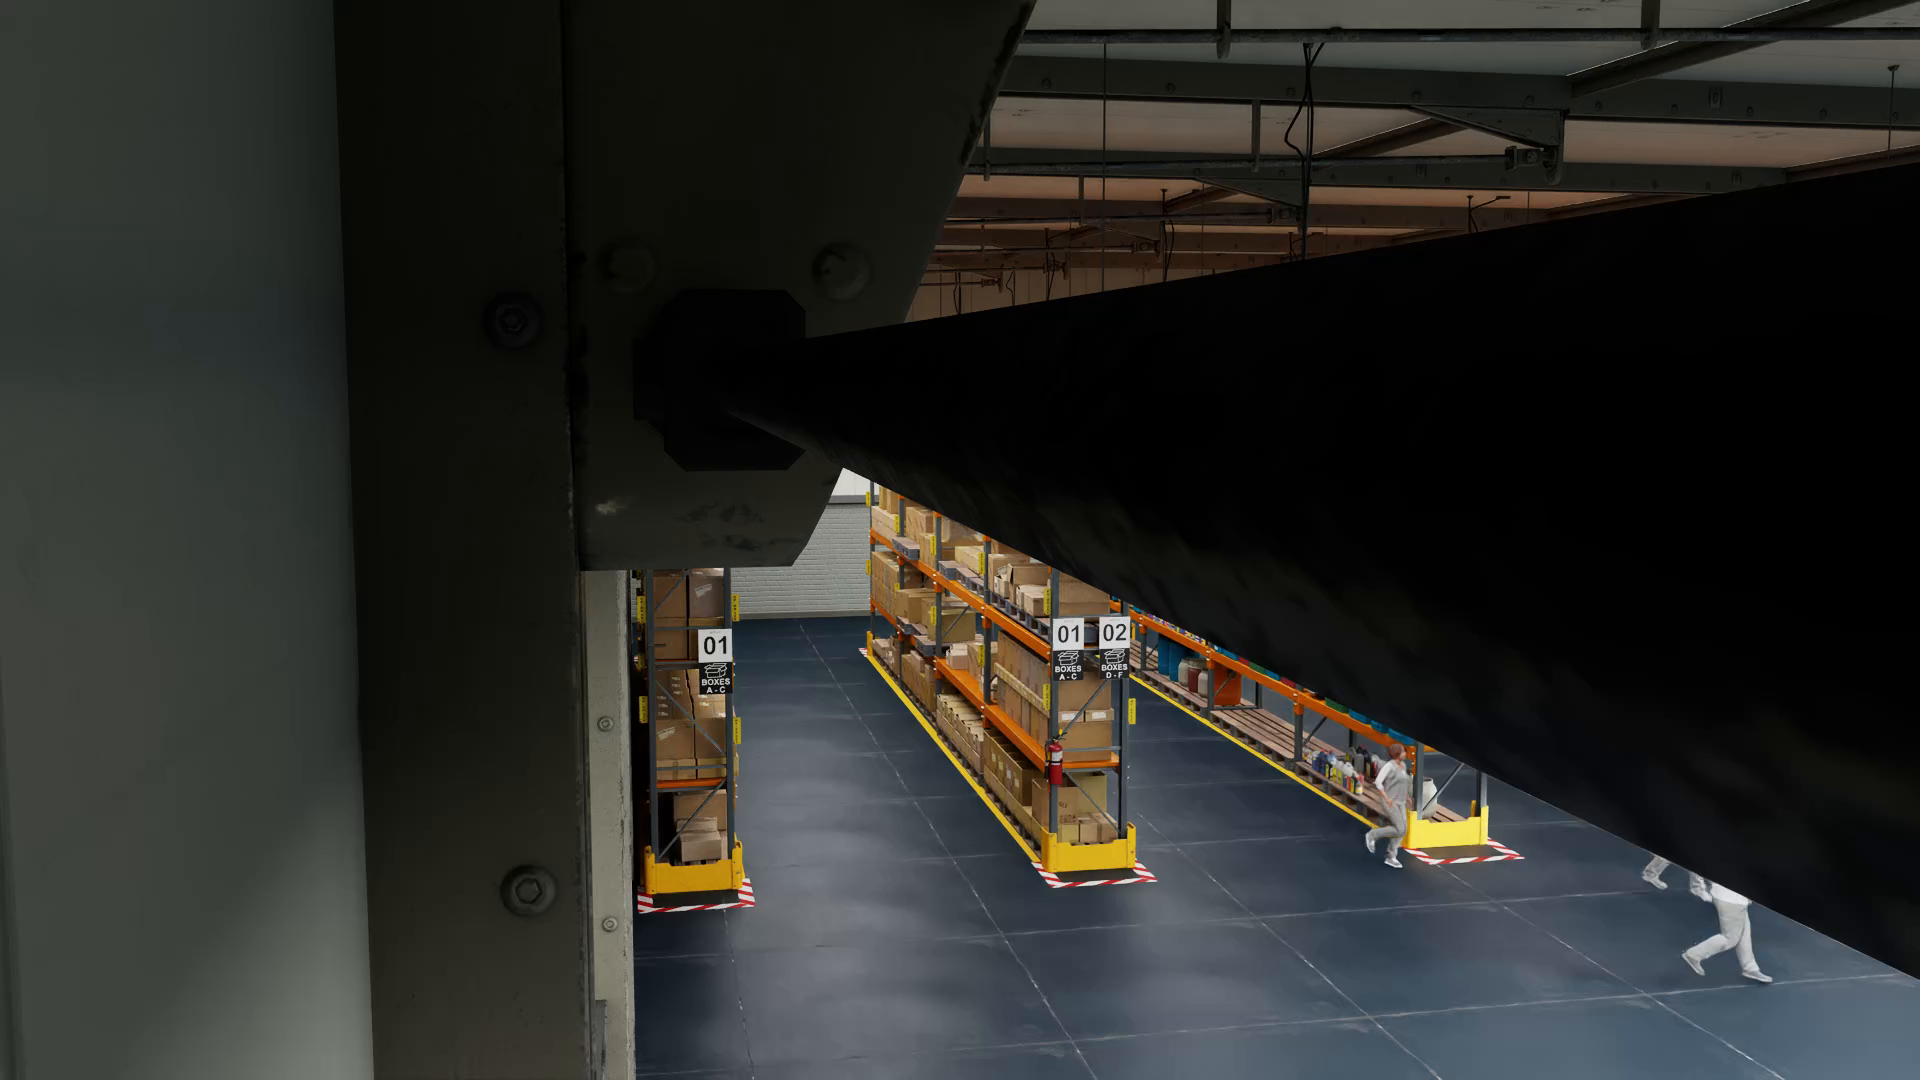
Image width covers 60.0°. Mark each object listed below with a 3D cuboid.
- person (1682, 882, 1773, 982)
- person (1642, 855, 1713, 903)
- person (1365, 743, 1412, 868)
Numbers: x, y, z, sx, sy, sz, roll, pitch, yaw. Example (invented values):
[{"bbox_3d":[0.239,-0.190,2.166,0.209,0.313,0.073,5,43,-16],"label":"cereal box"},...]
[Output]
[{"bbox_3d":[7.884,3.717,17.020,0.924,1.666,0.606,1,6,9],"label":"person"},{"bbox_3d":[8.625,3.382,19.879,0.820,1.829,0.633,3,6,23],"label":"person"},{"bbox_3d":[5.537,3.357,21.249,0.577,1.525,0.545,-6,8,-45],"label":"person"}]
